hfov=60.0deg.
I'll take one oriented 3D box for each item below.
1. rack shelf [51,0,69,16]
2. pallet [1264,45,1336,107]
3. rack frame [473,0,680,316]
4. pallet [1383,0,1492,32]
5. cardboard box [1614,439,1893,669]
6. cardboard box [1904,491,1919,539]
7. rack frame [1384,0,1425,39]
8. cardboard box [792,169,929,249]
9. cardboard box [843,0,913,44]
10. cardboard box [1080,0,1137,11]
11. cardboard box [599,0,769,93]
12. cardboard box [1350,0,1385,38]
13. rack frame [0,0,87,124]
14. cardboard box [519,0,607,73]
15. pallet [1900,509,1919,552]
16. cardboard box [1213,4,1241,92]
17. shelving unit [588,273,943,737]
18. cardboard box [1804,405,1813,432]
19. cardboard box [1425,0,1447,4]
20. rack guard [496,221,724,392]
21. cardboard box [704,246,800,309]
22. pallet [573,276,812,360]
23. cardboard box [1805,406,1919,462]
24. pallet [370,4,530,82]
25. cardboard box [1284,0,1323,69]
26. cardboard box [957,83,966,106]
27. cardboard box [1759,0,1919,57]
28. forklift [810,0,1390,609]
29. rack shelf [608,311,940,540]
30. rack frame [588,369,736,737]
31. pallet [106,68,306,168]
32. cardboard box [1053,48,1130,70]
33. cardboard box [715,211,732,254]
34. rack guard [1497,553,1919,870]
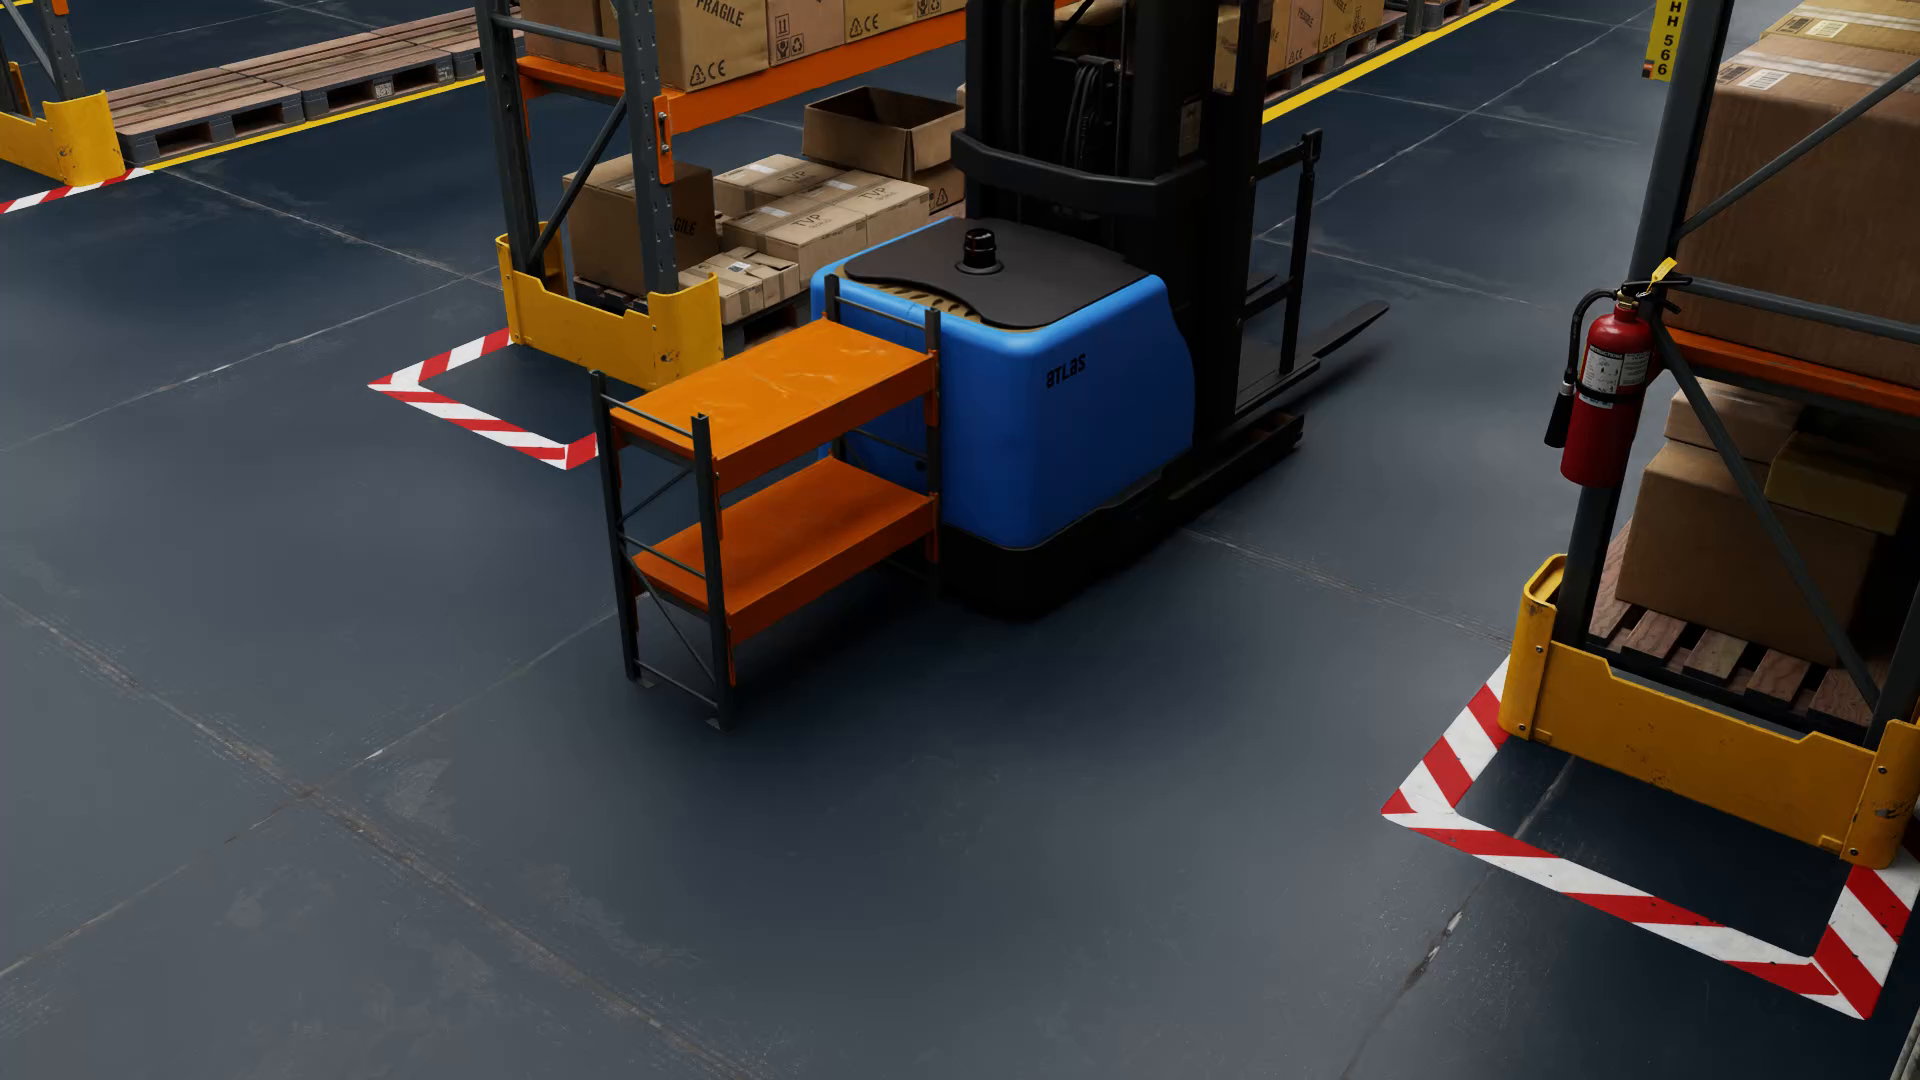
[{"bbox_3d":[-4.401,-4.144,11.111,1.077,0.370,4.000,21,37,31],"label":"rack shelf"},{"bbox_3d":[1.950,-3.381,11.853,1.003,0.211,1.213,21,37,31],"label":"pallet"},{"bbox_3d":[-1.661,-2.115,6.981,1.000,3.000,0.127,21,37,31],"label":"rack frame"},{"bbox_3d":[3.696,-4.489,13.723,1.003,0.211,1.213,21,37,31],"label":"pallet"},{"bbox_3d":[2.633,-0.012,5.473,0.700,0.500,0.500,21,37,31],"label":"cardboard box"},{"bbox_3d":[3.238,-0.420,6.162,0.700,0.500,0.500,20,36,30],"label":"cardboard box"},{"bbox_3d":[3.168,-5.366,12.467,1.000,3.000,0.127,21,37,31],"label":"rack frame"},{"bbox_3d":[-0.503,-1.661,8.481,0.500,0.250,0.500,21,37,31],"label":"cardboard box"},{"bbox_3d":[-0.571,-2.671,7.822,0.500,0.500,0.500,21,37,31],"label":"cardboard box"},{"bbox_3d":[1.128,-3.342,11.071,0.500,0.500,0.500,21,37,31],"label":"cardboard box"},{"bbox_3d":[-1.183,-2.257,7.123,0.500,0.500,0.500,22,37,32],"label":"cardboard box"},{"bbox_3d":[2.790,-4.028,12.229,0.500,0.500,0.500,23,37,33],"label":"cardboard box"},{"bbox_3d":[-5.608,-3.641,9.555,1.000,3.000,0.127,21,37,31],"label":"rack frame"},{"bbox_3d":[-1.608,-2.423,7.404,0.500,0.500,0.500,22,37,33],"label":"cardboard box"},{"bbox_3d":[3.447,-0.235,6.544,1.003,0.211,1.213,21,37,31],"label":"pallet"},{"bbox_3d":[1.553,-3.196,10.826,0.500,0.500,0.500,22,37,32],"label":"cardboard box"},{"bbox_3d":[-0.590,-0.144,5.494,0.538,1.125,1.048,23,38,34],"label":"shelving unit"},{"bbox_3d":[2.719,-0.504,5.666,0.380,0.149,0.250,22,37,33],"label":"cardboard box"},{"bbox_3d":[3.718,-4.487,13.268,0.500,0.250,0.500,21,37,31],"label":"cardboard box"},{"bbox_3d":[-1.615,-1.070,7.670,1.175,0.500,0.348,21,37,31],"label":"rack guard"},{"bbox_3d":[-0.984,-1.251,7.871,0.380,0.166,0.250,21,37,31],"label":"cardboard box"},{"bbox_3d":[-1.135,-1.270,8.291,1.003,0.211,1.213,21,37,31],"label":"pallet"},{"bbox_3d":[3.022,-0.385,5.466,0.380,0.149,0.250,21,37,31],"label":"cardboard box"},{"bbox_3d":[-3.607,-3.756,12.485,1.003,0.211,1.213,21,37,31],"label":"pallet"},{"bbox_3d":[2.166,-3.602,11.511,0.500,0.500,0.500,20,36,30],"label":"cardboard box"},{"bbox_3d":[0.327,-2.669,10.122,0.500,0.311,0.500,21,37,31],"label":"cardboard box"},{"bbox_3d":[3.020,-1.230,5.194,0.980,0.700,0.700,21,36,31],"label":"cardboard box"},{"bbox_3d":[0.787,-1.698,6.345,1.130,2.935,3.031,23,38,34],"label":"forklift"},{"bbox_3d":[-0.590,-0.396,5.345,0.538,0.278,1.000,23,38,34],"label":"rack shelf"},{"bbox_3d":[-0.918,0.054,5.159,0.500,1.125,0.032,23,38,34],"label":"rack frame"},{"bbox_3d":[-5.079,-2.764,10.812,1.003,0.211,1.213,21,37,31],"label":"pallet"},{"bbox_3d":[0.635,-2.536,9.711,0.500,0.500,0.500,21,37,31],"label":"cardboard box"},{"bbox_3d":[-1.213,-1.519,8.323,0.380,0.166,0.250,21,37,31],"label":"cardboard box"},{"bbox_3d":[2.276,0.493,5.032,1.175,0.500,0.348,21,37,31],"label":"rack guard"}]
